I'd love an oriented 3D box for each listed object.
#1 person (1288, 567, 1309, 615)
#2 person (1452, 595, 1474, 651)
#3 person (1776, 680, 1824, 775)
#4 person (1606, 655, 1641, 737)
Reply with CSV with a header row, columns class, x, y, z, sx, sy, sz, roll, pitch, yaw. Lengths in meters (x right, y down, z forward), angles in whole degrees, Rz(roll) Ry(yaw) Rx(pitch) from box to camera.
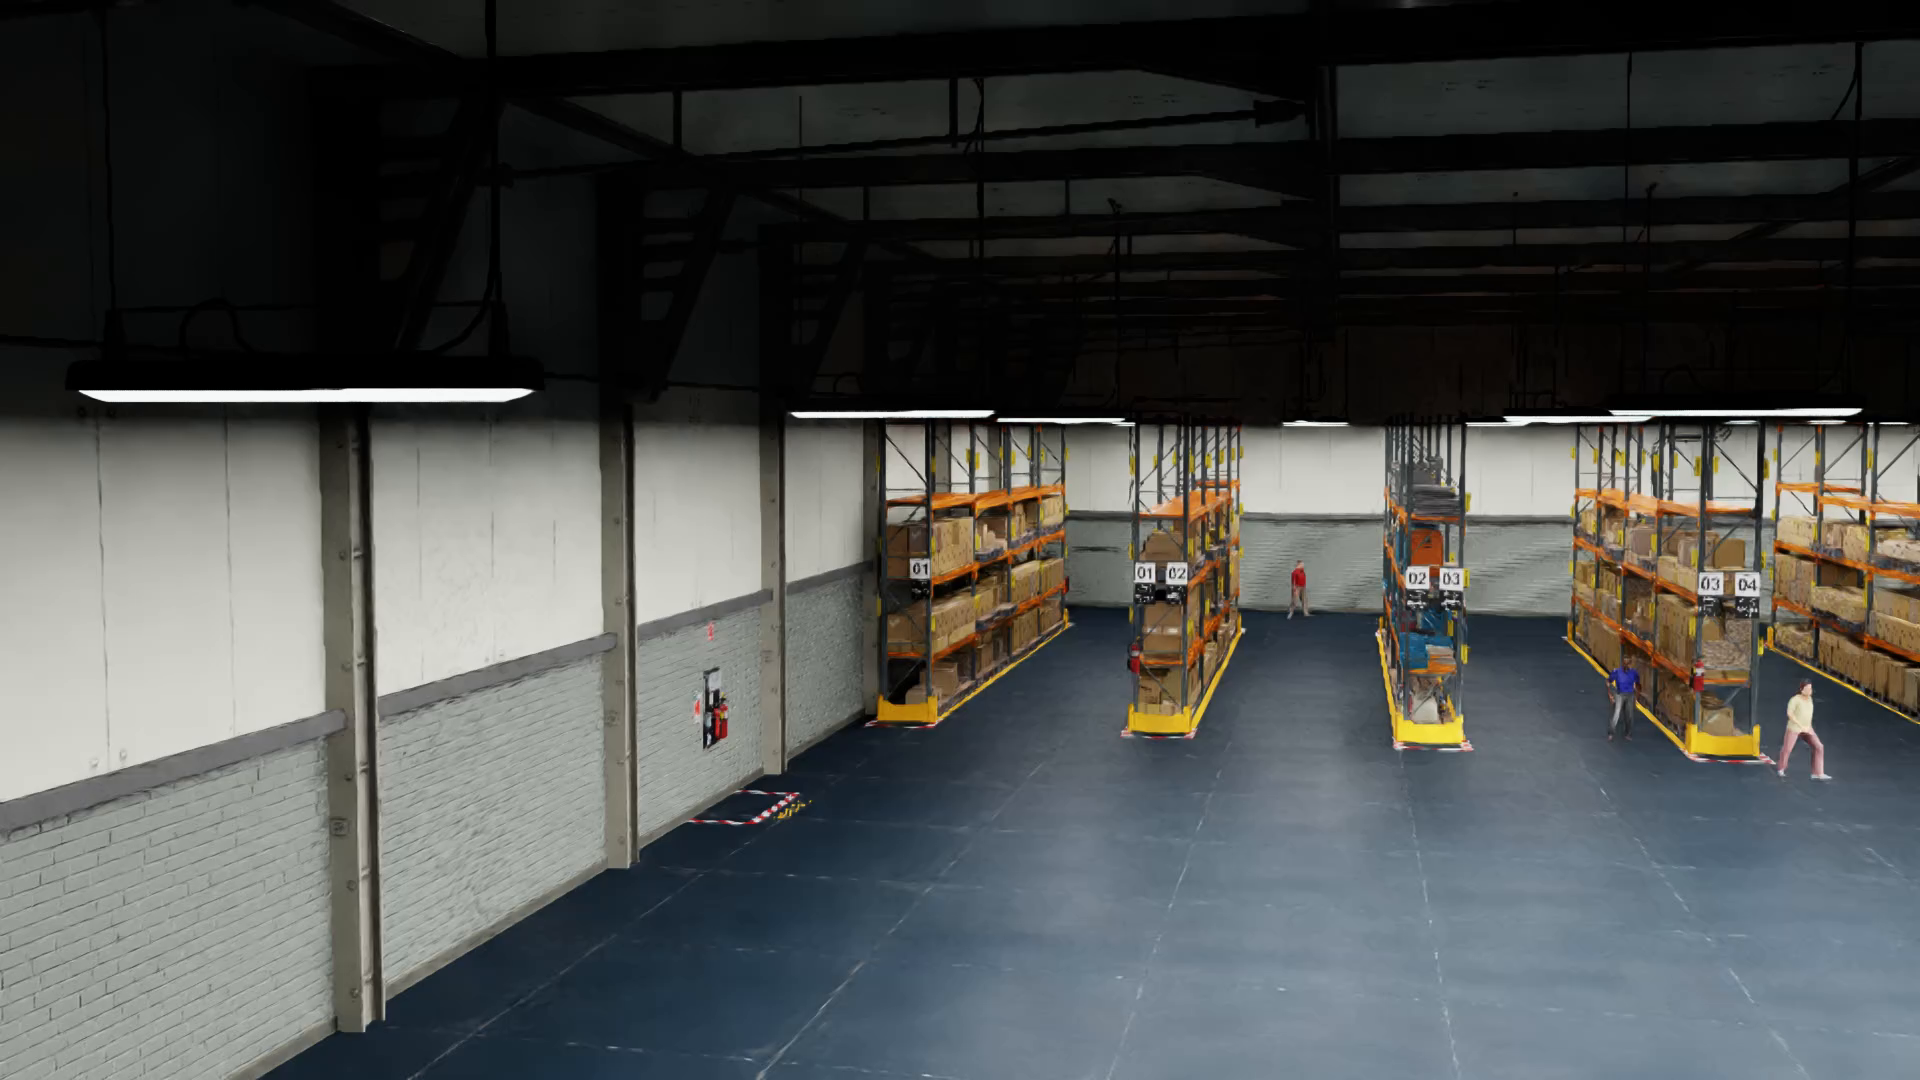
class,x,y,z,sx,sy,sz,roll,pitch,yaw
person,10.167,1.534,49.978,0.604,1.442,0.467,-3,5,-38
person,12.719,2.094,42.661,0.702,1.468,0.815,0,4,-5
person,13.682,3.041,27.111,0.571,1.546,0.729,-1,4,-8
person,12.086,2.846,30.302,0.592,1.539,0.489,1,4,11
